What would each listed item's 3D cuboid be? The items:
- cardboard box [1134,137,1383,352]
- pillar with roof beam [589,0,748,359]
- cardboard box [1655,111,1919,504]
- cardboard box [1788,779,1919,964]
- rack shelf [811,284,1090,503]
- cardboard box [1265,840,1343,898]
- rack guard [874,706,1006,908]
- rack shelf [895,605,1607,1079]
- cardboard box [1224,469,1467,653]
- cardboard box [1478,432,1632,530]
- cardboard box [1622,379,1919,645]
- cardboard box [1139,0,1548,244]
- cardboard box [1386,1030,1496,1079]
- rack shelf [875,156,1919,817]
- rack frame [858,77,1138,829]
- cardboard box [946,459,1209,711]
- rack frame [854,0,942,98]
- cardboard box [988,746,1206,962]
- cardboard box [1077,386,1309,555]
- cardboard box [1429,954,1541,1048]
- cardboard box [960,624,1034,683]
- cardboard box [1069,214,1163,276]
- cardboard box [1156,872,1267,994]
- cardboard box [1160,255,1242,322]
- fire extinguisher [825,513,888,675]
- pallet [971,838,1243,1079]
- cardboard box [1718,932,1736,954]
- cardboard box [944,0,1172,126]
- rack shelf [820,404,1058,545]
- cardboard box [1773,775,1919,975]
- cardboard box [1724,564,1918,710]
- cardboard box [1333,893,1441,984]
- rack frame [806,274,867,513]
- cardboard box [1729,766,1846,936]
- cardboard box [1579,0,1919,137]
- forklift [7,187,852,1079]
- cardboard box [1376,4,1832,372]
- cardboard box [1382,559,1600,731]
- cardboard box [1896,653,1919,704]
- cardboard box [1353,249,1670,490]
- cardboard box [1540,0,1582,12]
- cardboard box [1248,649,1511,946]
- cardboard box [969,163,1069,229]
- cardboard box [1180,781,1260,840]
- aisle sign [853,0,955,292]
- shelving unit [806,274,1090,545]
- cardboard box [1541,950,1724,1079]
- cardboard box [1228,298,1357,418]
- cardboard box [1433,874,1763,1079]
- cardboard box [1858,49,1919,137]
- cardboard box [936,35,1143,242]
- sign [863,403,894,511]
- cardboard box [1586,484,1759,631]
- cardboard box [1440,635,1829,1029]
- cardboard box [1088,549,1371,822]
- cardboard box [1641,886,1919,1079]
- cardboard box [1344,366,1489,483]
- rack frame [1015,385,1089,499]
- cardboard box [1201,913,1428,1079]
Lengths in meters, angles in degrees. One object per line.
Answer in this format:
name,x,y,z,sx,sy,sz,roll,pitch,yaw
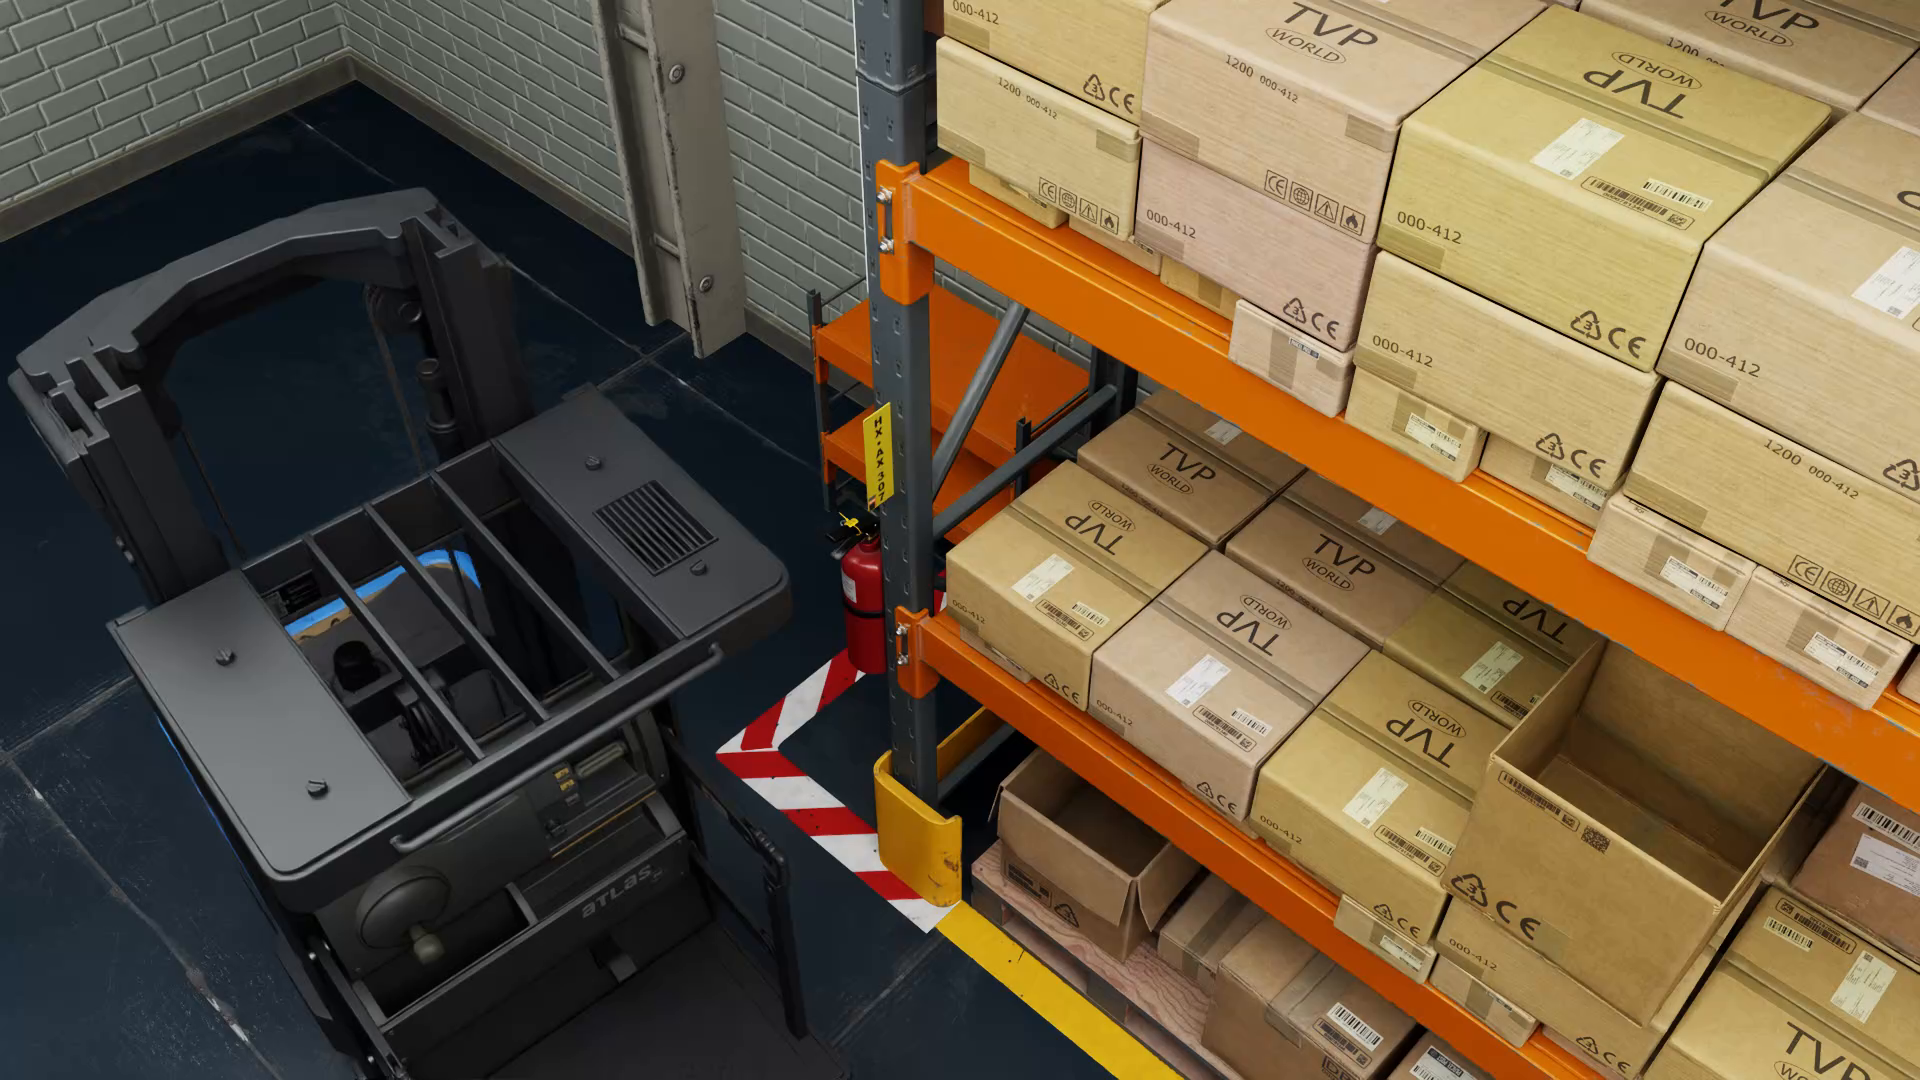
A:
cardboard box,0.689,-0.678,3.170,0.500,0.250,0.500,35,56,28
pillar with roof beam,-4.129,-1.770,2.239,0.400,9.000,9.100,34,55,28
cardboard box,1.437,-0.352,2.521,0.500,0.250,0.500,35,56,29
cardboard box,2.186,0.585,3.528,0.500,0.500,0.500,32,55,27
rack shelf,-0.005,-0.588,6.129,1.000,0.278,0.538,34,55,28
cardboard box,0.995,0.687,4.220,0.250,0.149,0.380,35,56,28
rack guard,0.217,0.686,5.763,0.348,0.500,1.175,34,55,28
rack shelf,1.631,1.028,4.221,4.000,0.370,1.077,34,55,28
cardboard box,1.057,0.083,4.513,0.500,0.250,0.500,34,55,28
cardboard box,1.159,-0.221,3.014,0.250,0.149,0.380,33,55,27
cardboard box,1.453,-0.175,2.698,0.500,0.250,0.500,33,55,27
cardboard box,0.678,-0.840,2.979,0.500,0.250,0.500,34,55,27
cardboard box,1.469,1.617,4.601,0.500,0.500,0.500,35,56,28
rack shelf,1.631,0.001,3.127,4.000,0.370,1.077,34,55,28
rack frame,0.161,-0.207,4.887,0.127,3.000,1.000,34,55,28
cardboard box,0.312,0.111,4.487,0.500,0.250,0.500,34,56,28
rack frame,0.161,-2.260,2.700,0.127,3.000,1.000,34,55,28
cardboard box,0.546,0.857,5.312,0.637,0.503,0.797,32,54,26
cardboard box,0.679,-0.172,4.753,0.500,0.250,0.500,36,56,29
cardboard box,1.337,0.971,3.953,0.250,0.149,0.380,35,56,28
cardboard box,0.216,0.189,4.688,0.250,0.149,0.380,34,55,27
cardboard box,0.448,-0.750,3.511,0.250,0.149,0.380,35,56,28
cardboard box,0.832,1.209,5.225,0.250,0.149,0.380,32,54,26
cardboard box,0.625,-0.614,3.384,0.250,0.149,0.380,34,56,28
fire extinguisher,-0.261,0.122,4.887,0.183,0.674,0.296,34,55,28
pallet,0.803,1.179,5.499,1.213,0.211,1.003,34,55,28
cardboard box,1.876,0.807,4.107,0.250,0.149,0.380,36,56,29
cardboard box,0.317,-1.101,3.225,0.500,0.250,0.500,33,55,27
rack shelf,-0.005,-0.220,6.520,1.000,0.278,0.538,34,55,28
cardboard box,2.168,0.830,3.812,0.500,0.250,0.500,35,56,28
cardboard box,1.484,0.065,2.746,0.250,0.149,0.380,35,56,28
cardboard box,1.129,0.852,4.065,0.250,0.149,0.380,32,55,27
rack frame,-0.380,-0.638,6.578,0.032,1.125,0.500,34,55,28
cardboard box,1.802,0.589,4.038,0.500,0.250,0.500,34,55,28
cardboard box,1.444,-0.878,3.015,0.500,0.250,0.500,34,56,28
forklift,-1.027,0.778,4.009,1.130,2.935,3.031,-32,54,-26
cardboard box,1.056,-0.599,2.753,0.500,0.250,0.500,33,55,27
cardboard box,1.418,0.331,4.281,0.500,0.250,0.500,36,56,29
cardboard box,1.723,0.157,2.659,0.250,0.149,0.380,34,56,28
cardboard box,1.057,-0.418,2.927,0.500,0.250,0.500,32,55,27
cardboard box,1.059,-1.128,3.249,0.500,0.250,0.500,32,55,27
cardboard box,1.057,0.609,4.019,0.500,0.250,0.500,33,55,27
cardboard box,0.237,-0.866,3.620,0.250,0.149,0.380,35,56,28
cardboard box,0.796,0.559,4.340,0.250,0.149,0.380,36,56,29
aisle sign,-0.088,-0.973,3.823,0.004,0.787,0.394,34,55,28
shelving unit,-0.005,-0.387,6.342,1.048,1.125,0.538,34,55,28
cardboard box,1.573,1.062,3.868,0.250,0.149,0.380,34,55,28
cardboard box,0.738,-0.436,3.216,0.250,0.149,0.380,35,56,28
cardboard box,1.447,0.851,3.793,0.500,0.250,0.500,33,55,27
cardboard box,1.794,-0.617,2.770,0.500,0.250,0.500,34,55,28
cardboard box,0.302,-0.918,3.396,0.500,0.250,0.500,33,55,27
sign,-0.207,-0.213,4.298,0.005,0.325,0.100,34,55,28
cardboard box,1.298,-0.056,2.859,0.250,0.149,0.380,34,55,28
cardboard box,1.414,0.596,3.517,0.500,0.500,0.500,35,56,28
cardboard box,0.682,0.360,4.253,0.500,0.250,0.500,35,56,28
cardboard box,1.825,1.106,3.553,0.500,0.250,0.500,34,55,27
cardboard box,0.935,-0.310,3.098,0.250,0.149,0.380,34,55,28
rack frame,0.369,-0.137,6.107,0.032,1.125,0.500,34,55,28
cardboard box,1.148,1.302,4.897,0.700,0.500,0.500,-36,56,-29
